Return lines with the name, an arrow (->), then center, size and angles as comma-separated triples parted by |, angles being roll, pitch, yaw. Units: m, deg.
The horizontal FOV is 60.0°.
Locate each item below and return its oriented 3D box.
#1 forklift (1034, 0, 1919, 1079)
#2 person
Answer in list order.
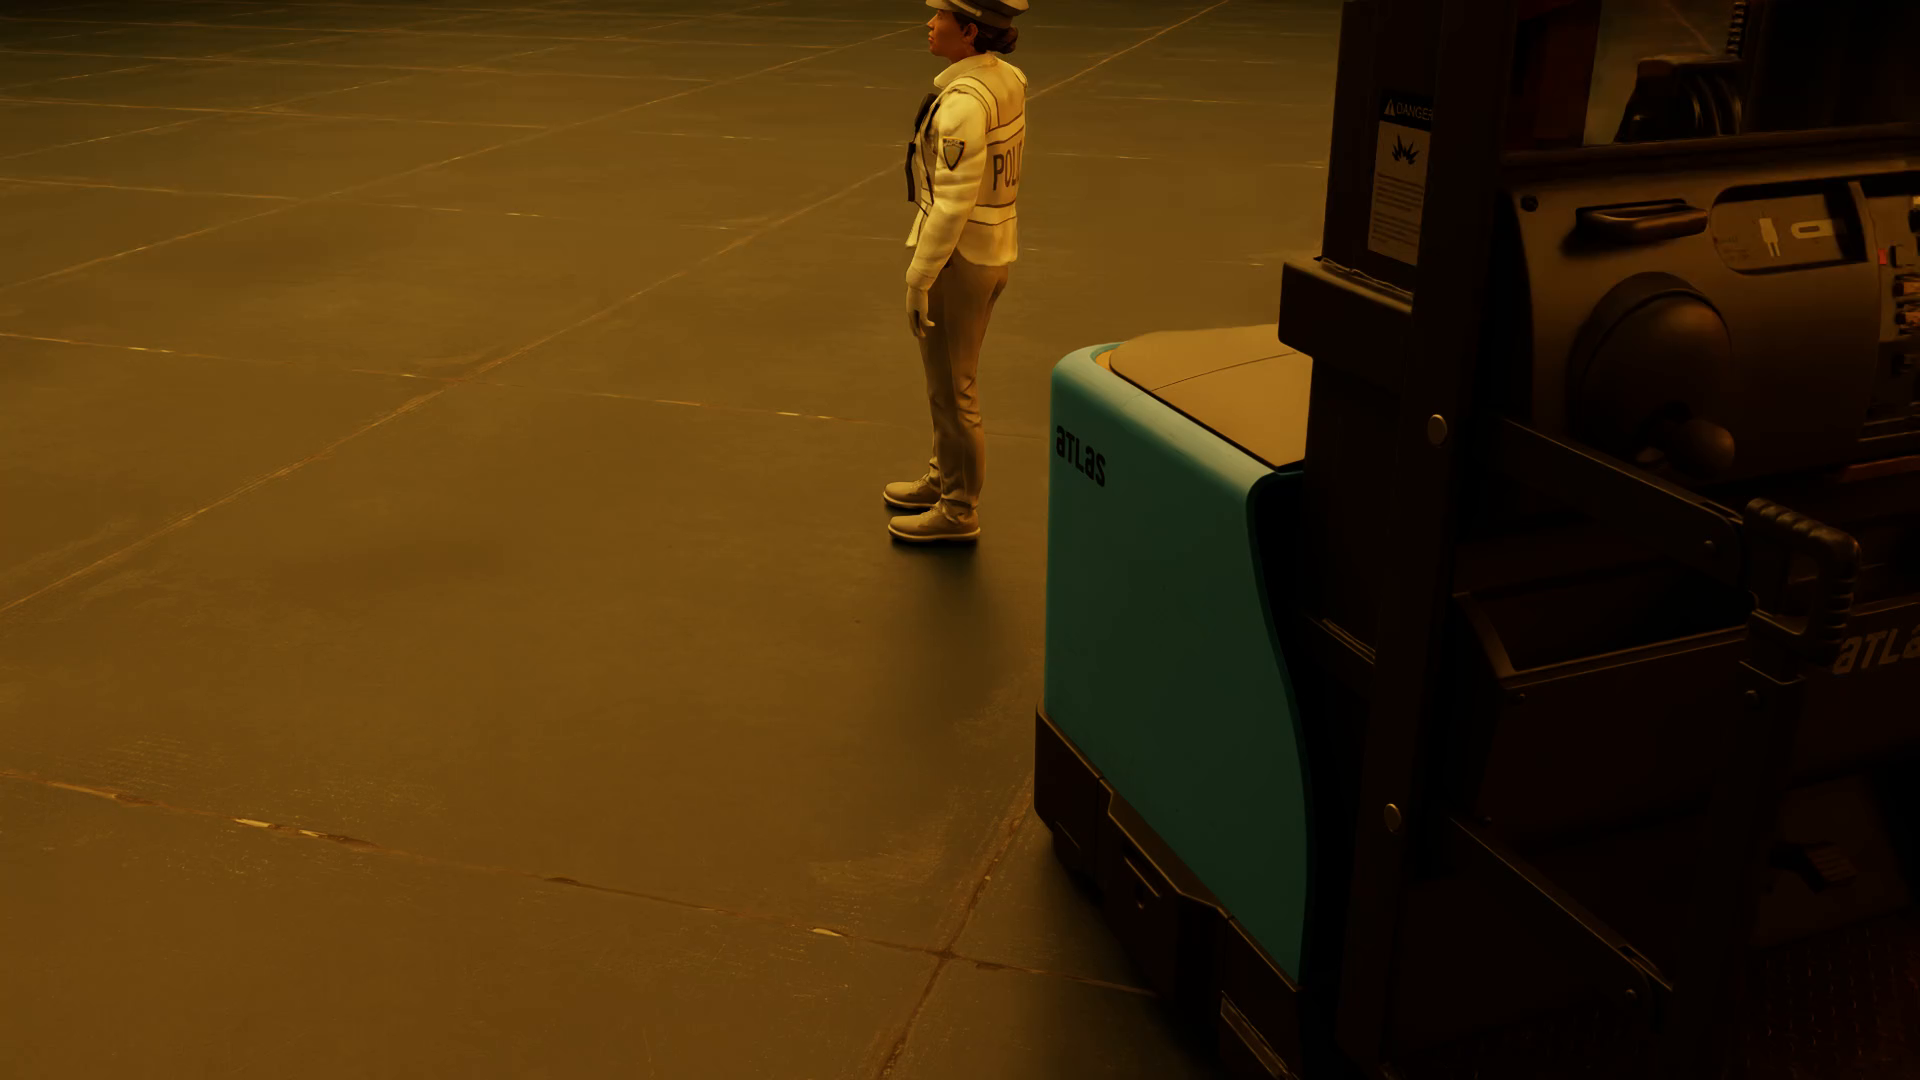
forklift -> 1.173, -0.279, 1.955 | 1.130, 2.935, 3.031 | -9, 24, -20
person -> -0.063, -0.800, 4.819 | 0.531, 1.694, 0.586 | 7, 23, 16
